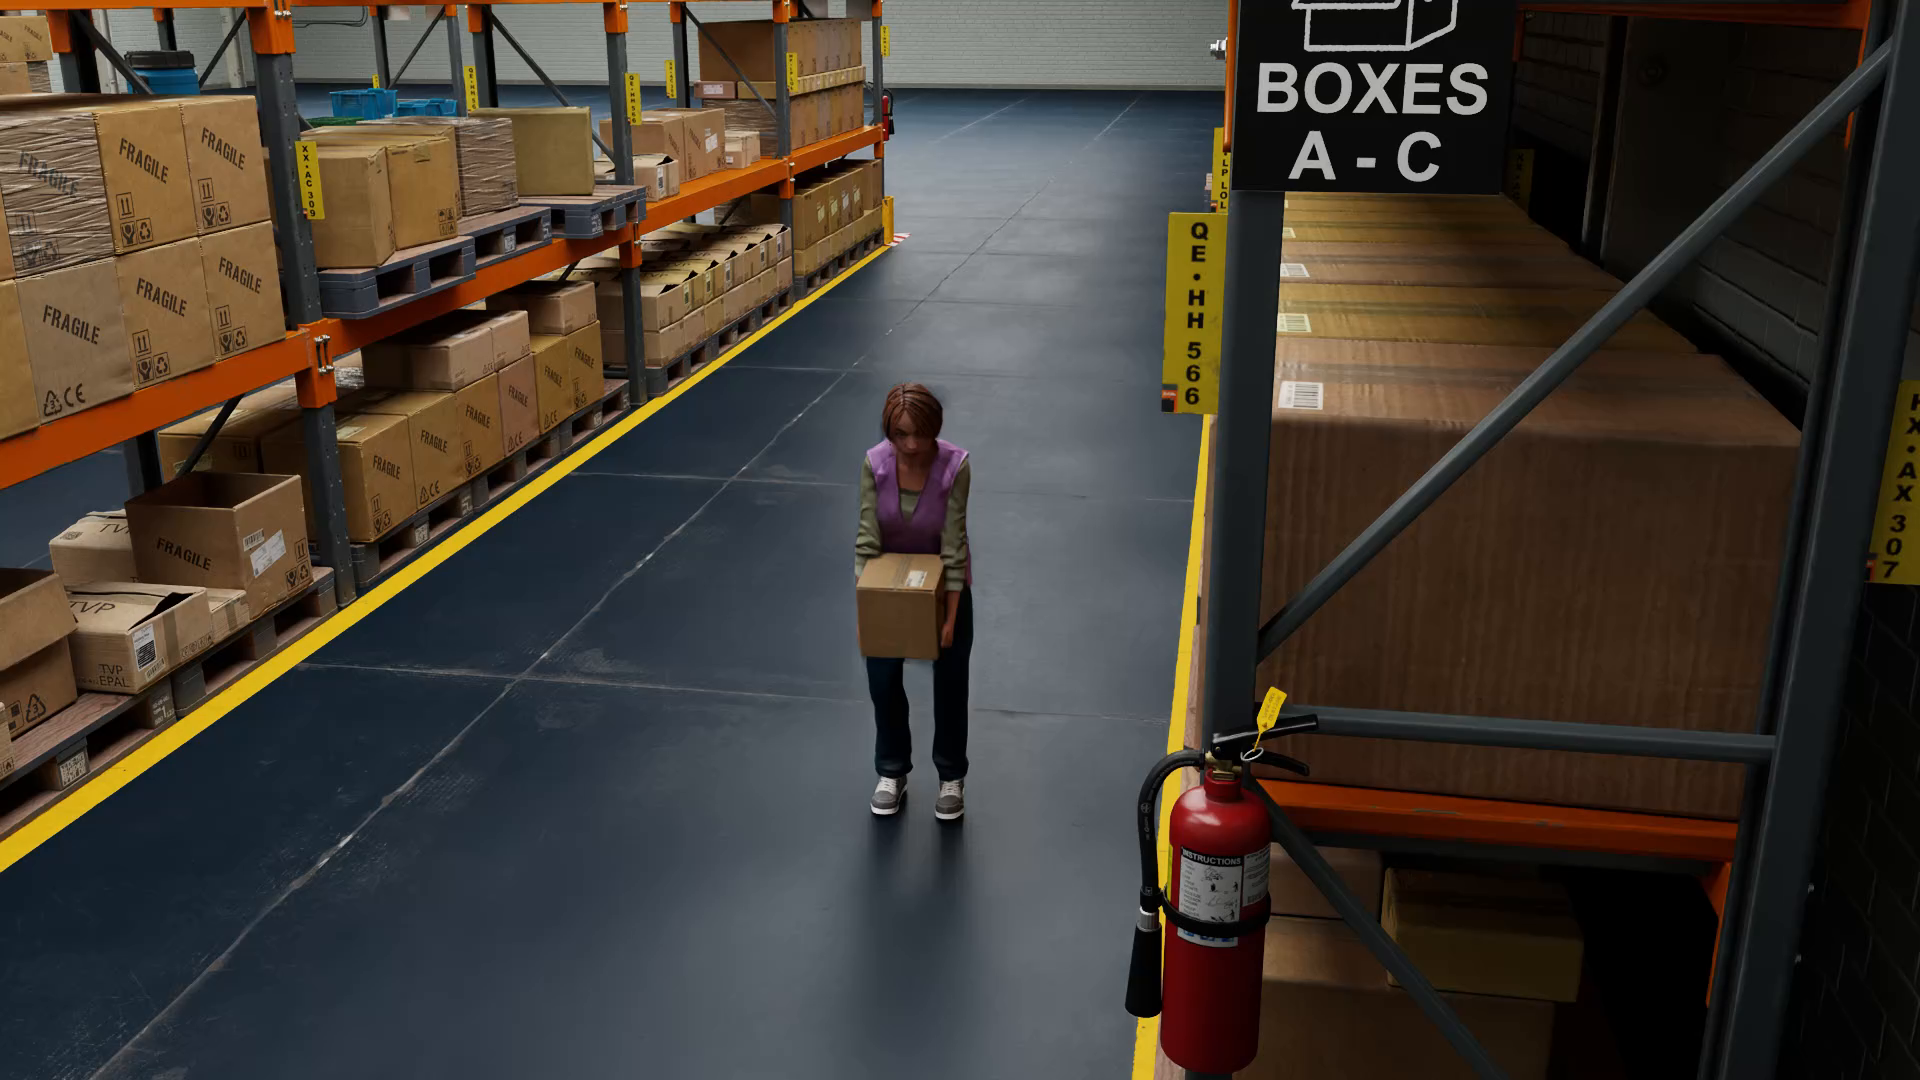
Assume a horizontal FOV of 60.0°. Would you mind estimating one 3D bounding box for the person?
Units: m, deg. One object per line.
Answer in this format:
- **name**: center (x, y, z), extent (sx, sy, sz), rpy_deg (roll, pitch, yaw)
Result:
- **person**: center (-0.146, 0.212, 5.517), extent (0.377, 1.546, 0.543), rpy_deg (3, 18, 8)
